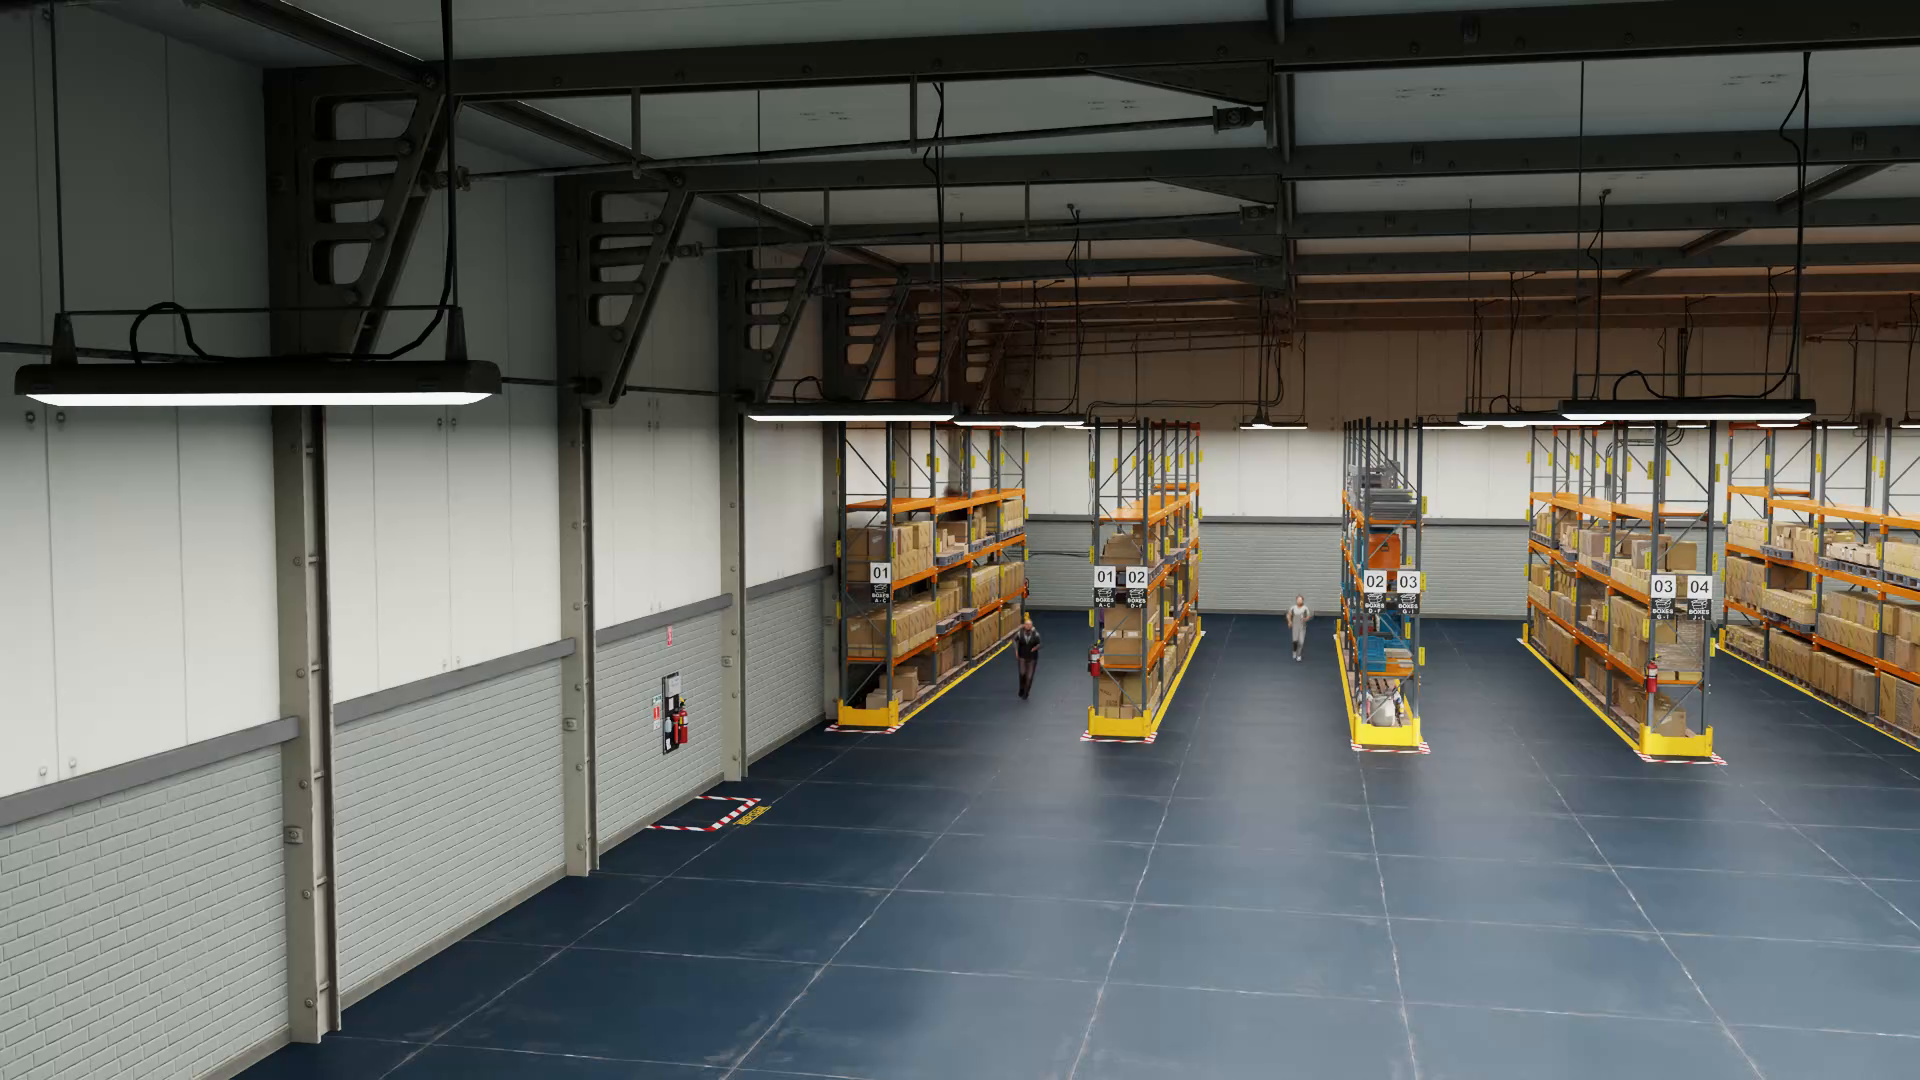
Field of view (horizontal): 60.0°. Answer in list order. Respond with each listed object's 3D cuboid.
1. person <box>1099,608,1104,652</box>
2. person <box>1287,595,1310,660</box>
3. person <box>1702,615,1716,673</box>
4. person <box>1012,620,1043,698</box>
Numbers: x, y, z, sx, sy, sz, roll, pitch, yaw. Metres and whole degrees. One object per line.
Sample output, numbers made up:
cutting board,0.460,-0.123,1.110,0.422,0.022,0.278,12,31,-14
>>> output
person,3.722,2.142,43.116,0.510,1.638,0.817,1,4,12
person,8.463,2.200,41.557,0.556,1.630,0.593,1,4,10
person,17.733,2.336,39.664,0.588,1.620,0.810,0,4,2
person,1.453,2.552,35.657,0.653,1.678,0.693,0,4,-1
